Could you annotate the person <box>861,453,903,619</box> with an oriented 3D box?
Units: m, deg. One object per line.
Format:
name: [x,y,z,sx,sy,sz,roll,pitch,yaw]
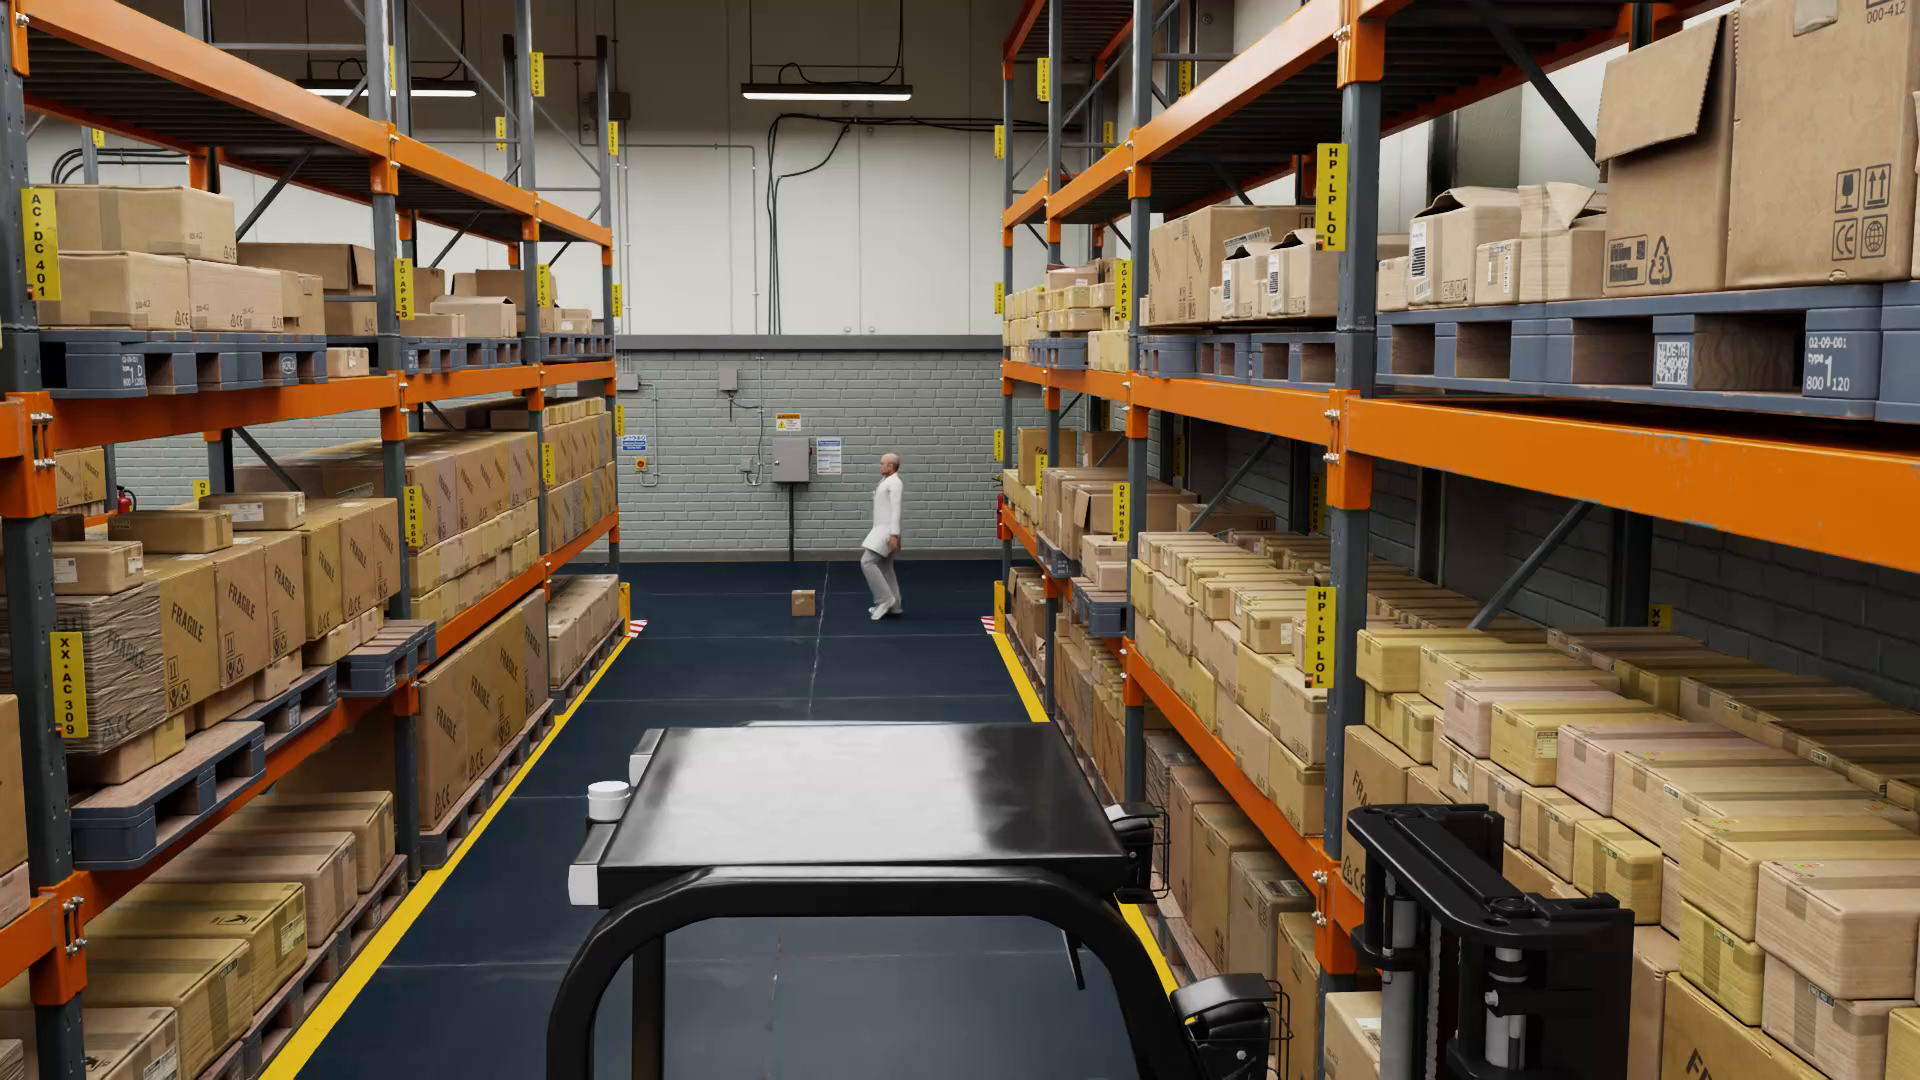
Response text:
person: [-0.860,-0.042,18.204,0.469,1.817,0.646,-1,7,-5]
